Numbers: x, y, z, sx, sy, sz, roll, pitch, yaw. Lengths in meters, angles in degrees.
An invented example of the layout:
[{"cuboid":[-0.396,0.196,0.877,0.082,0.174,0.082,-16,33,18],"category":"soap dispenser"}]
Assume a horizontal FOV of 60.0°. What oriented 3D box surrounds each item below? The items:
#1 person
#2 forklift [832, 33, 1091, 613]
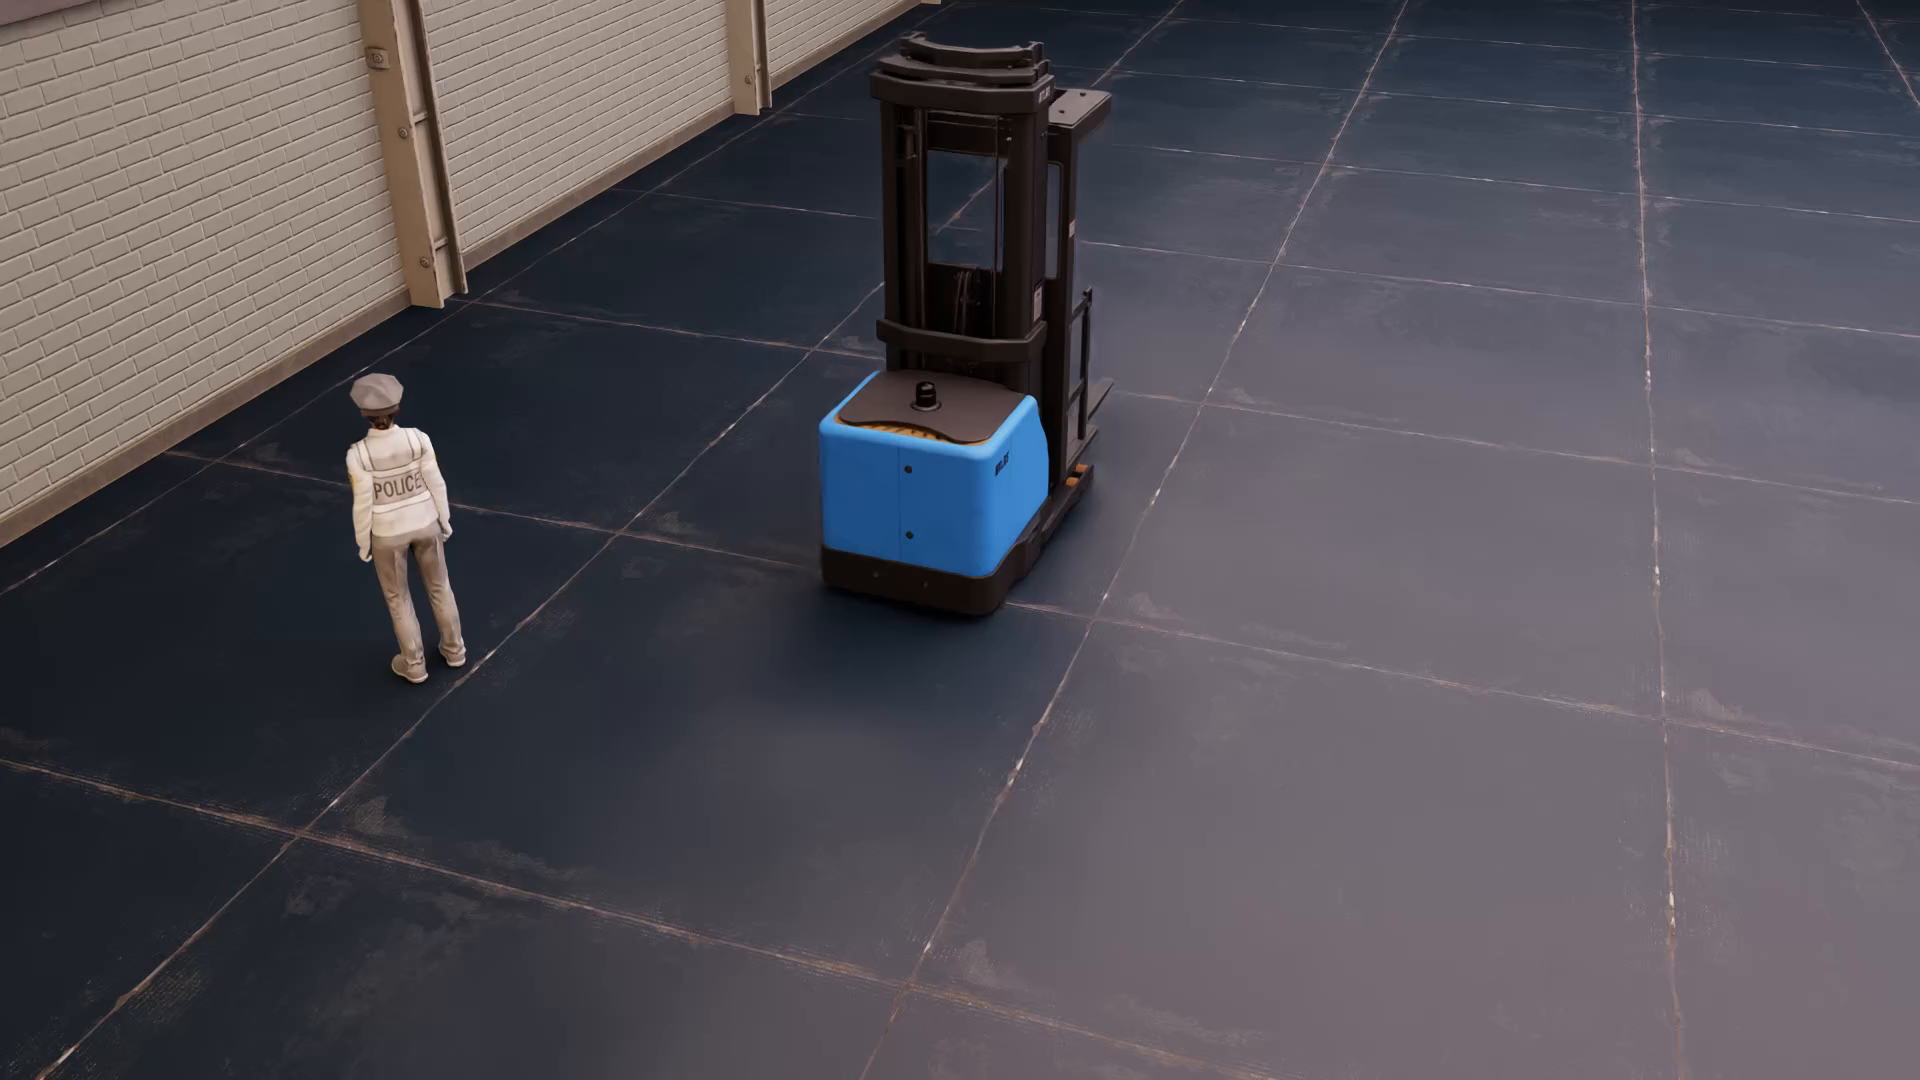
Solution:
[{"cuboid":[-2.846,-0.053,8.489,0.475,1.690,0.332,-19,35,-30],"category":"person"},{"cuboid":[0.134,-1.583,9.914,1.130,2.935,3.031,7,30,12],"category":"forklift"}]
